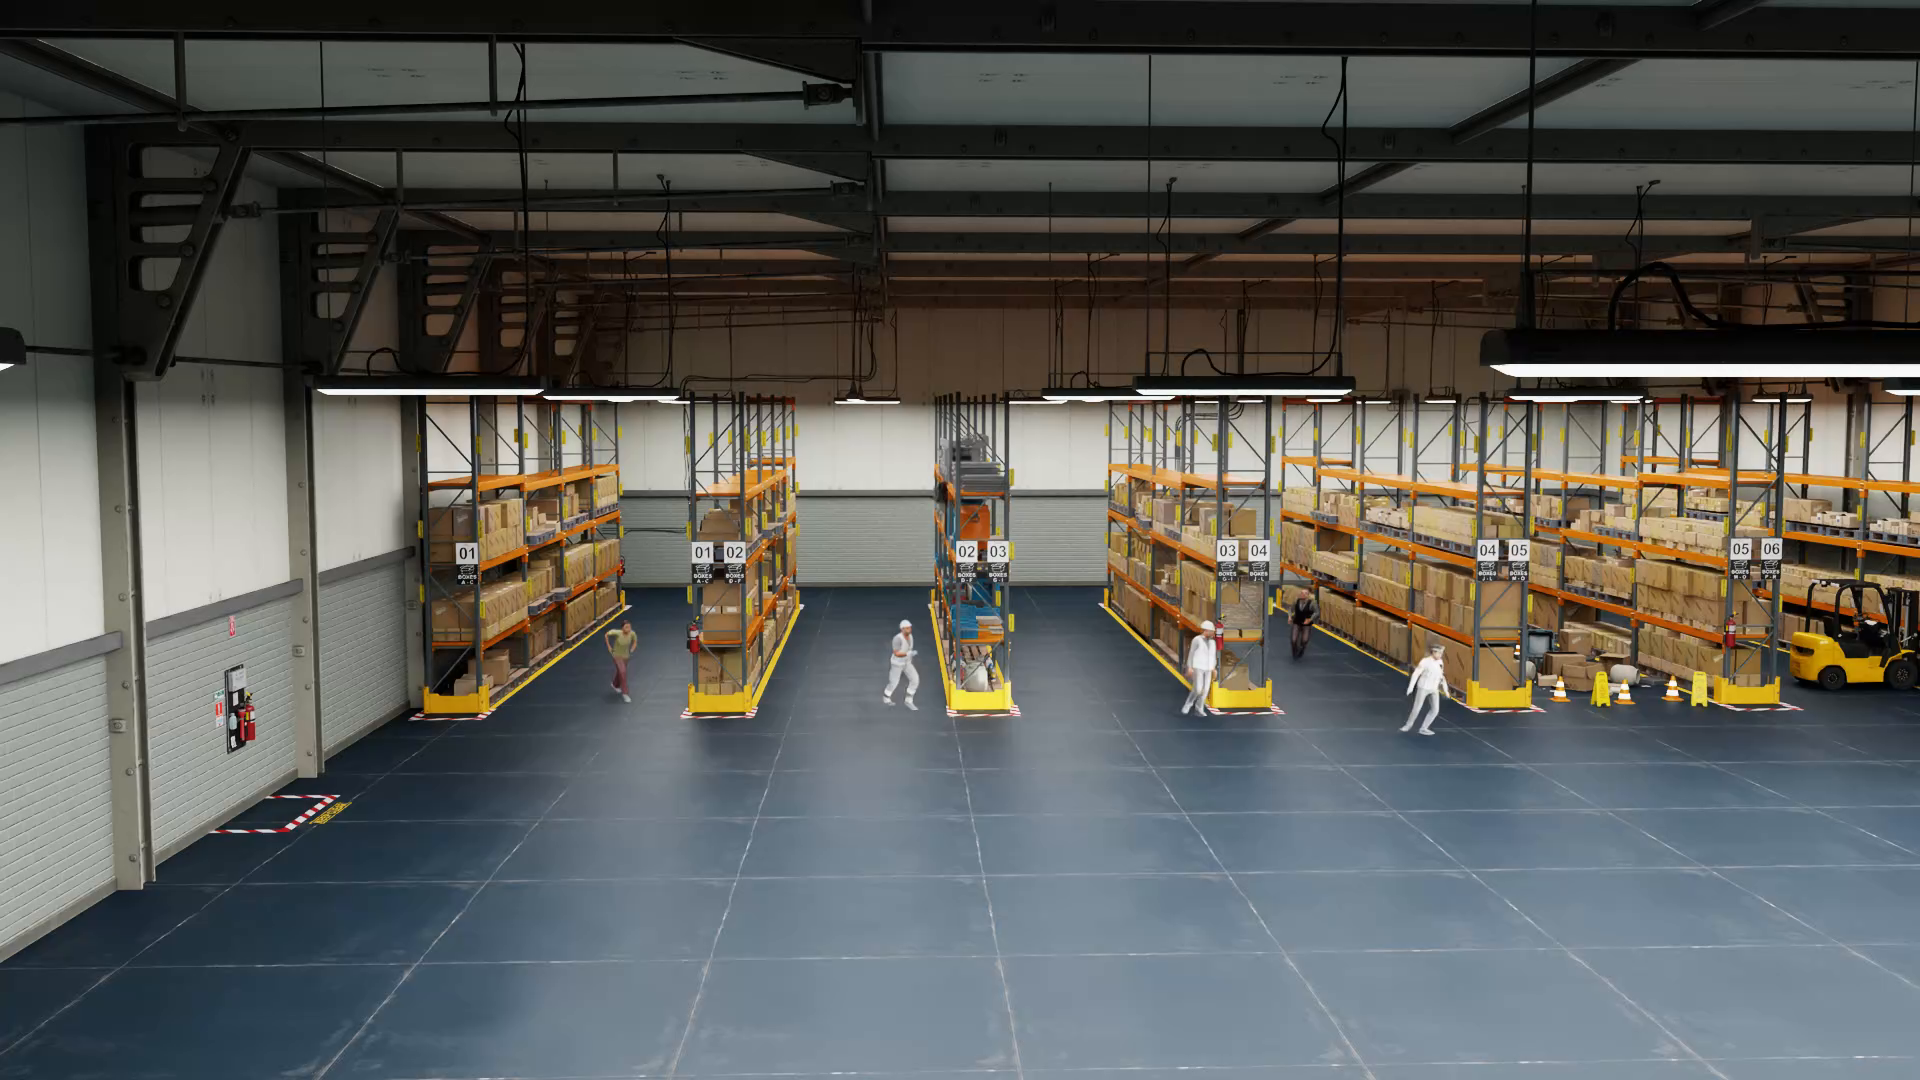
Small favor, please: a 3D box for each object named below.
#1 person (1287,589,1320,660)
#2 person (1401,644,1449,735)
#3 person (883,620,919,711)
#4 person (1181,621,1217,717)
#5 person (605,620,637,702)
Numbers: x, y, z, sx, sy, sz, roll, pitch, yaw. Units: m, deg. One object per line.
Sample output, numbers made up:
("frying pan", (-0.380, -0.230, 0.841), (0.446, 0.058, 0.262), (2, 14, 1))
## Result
("person", (7.764, 1.916, 37.632), (0.719, 1.629, 0.523), (1, 5, 15))
("person", (8.125, 2.601, 29.021), (0.716, 1.600, 0.578), (-2, 5, -20))
("person", (-1.093, 2.345, 31.236), (0.622, 1.729, 0.971), (-4, 6, -42))
("person", (4.434, 2.369, 30.707), (0.660, 1.763, 0.471), (-3, 5, -30))
("person", (-6.675, 2.340, 32.640), (0.623, 1.632, 0.961), (-2, 5, -28))
